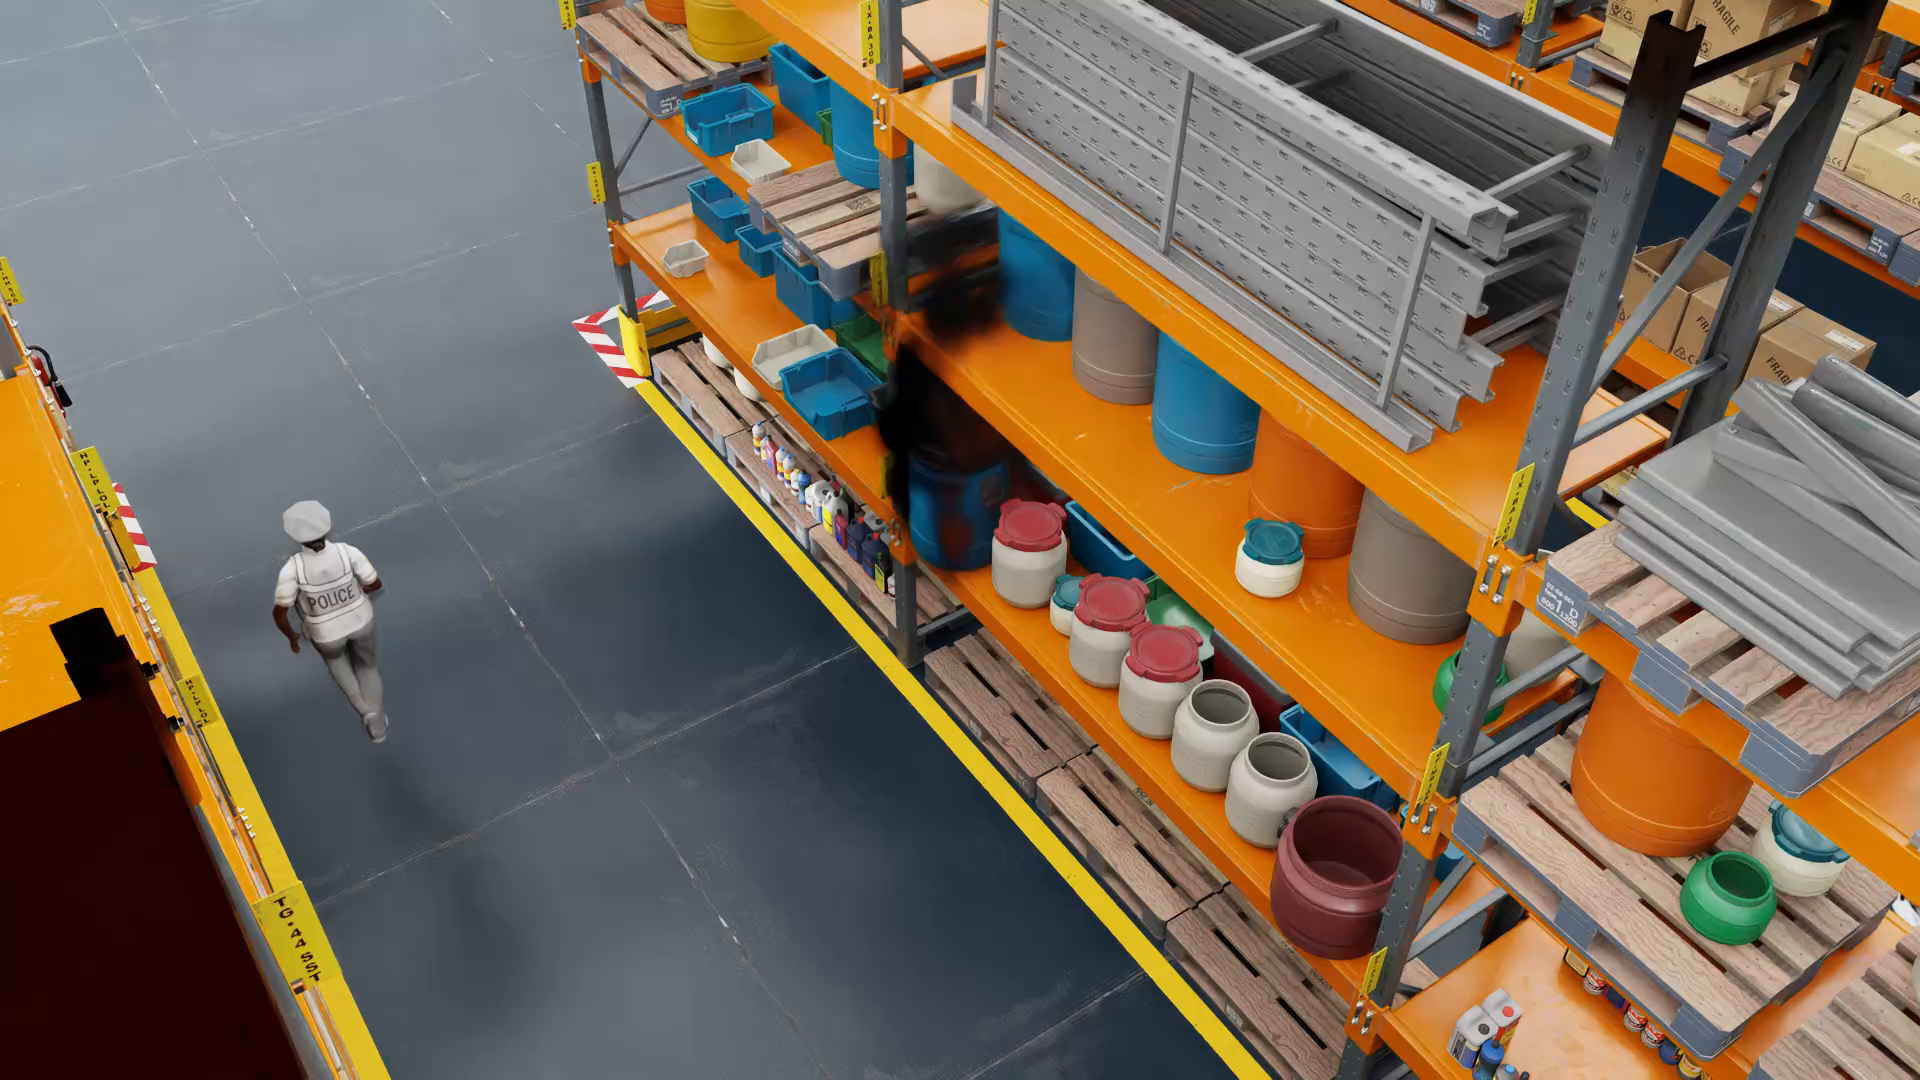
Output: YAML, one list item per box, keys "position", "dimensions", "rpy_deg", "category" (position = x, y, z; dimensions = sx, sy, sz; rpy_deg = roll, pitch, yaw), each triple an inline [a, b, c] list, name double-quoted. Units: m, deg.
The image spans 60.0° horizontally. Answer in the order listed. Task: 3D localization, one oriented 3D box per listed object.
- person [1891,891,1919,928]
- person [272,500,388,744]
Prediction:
- position: [4.892, 2.007, 8.336]
  dimensions: [0.637, 1.719, 0.826]
  rpy_deg: [-24, 48, -24]
  category: "person"
- position: [-3.601, 0.491, 9.597]
  dimensions: [0.612, 1.671, 0.484]
  rpy_deg: [-26, 48, -25]
  category: "person"
